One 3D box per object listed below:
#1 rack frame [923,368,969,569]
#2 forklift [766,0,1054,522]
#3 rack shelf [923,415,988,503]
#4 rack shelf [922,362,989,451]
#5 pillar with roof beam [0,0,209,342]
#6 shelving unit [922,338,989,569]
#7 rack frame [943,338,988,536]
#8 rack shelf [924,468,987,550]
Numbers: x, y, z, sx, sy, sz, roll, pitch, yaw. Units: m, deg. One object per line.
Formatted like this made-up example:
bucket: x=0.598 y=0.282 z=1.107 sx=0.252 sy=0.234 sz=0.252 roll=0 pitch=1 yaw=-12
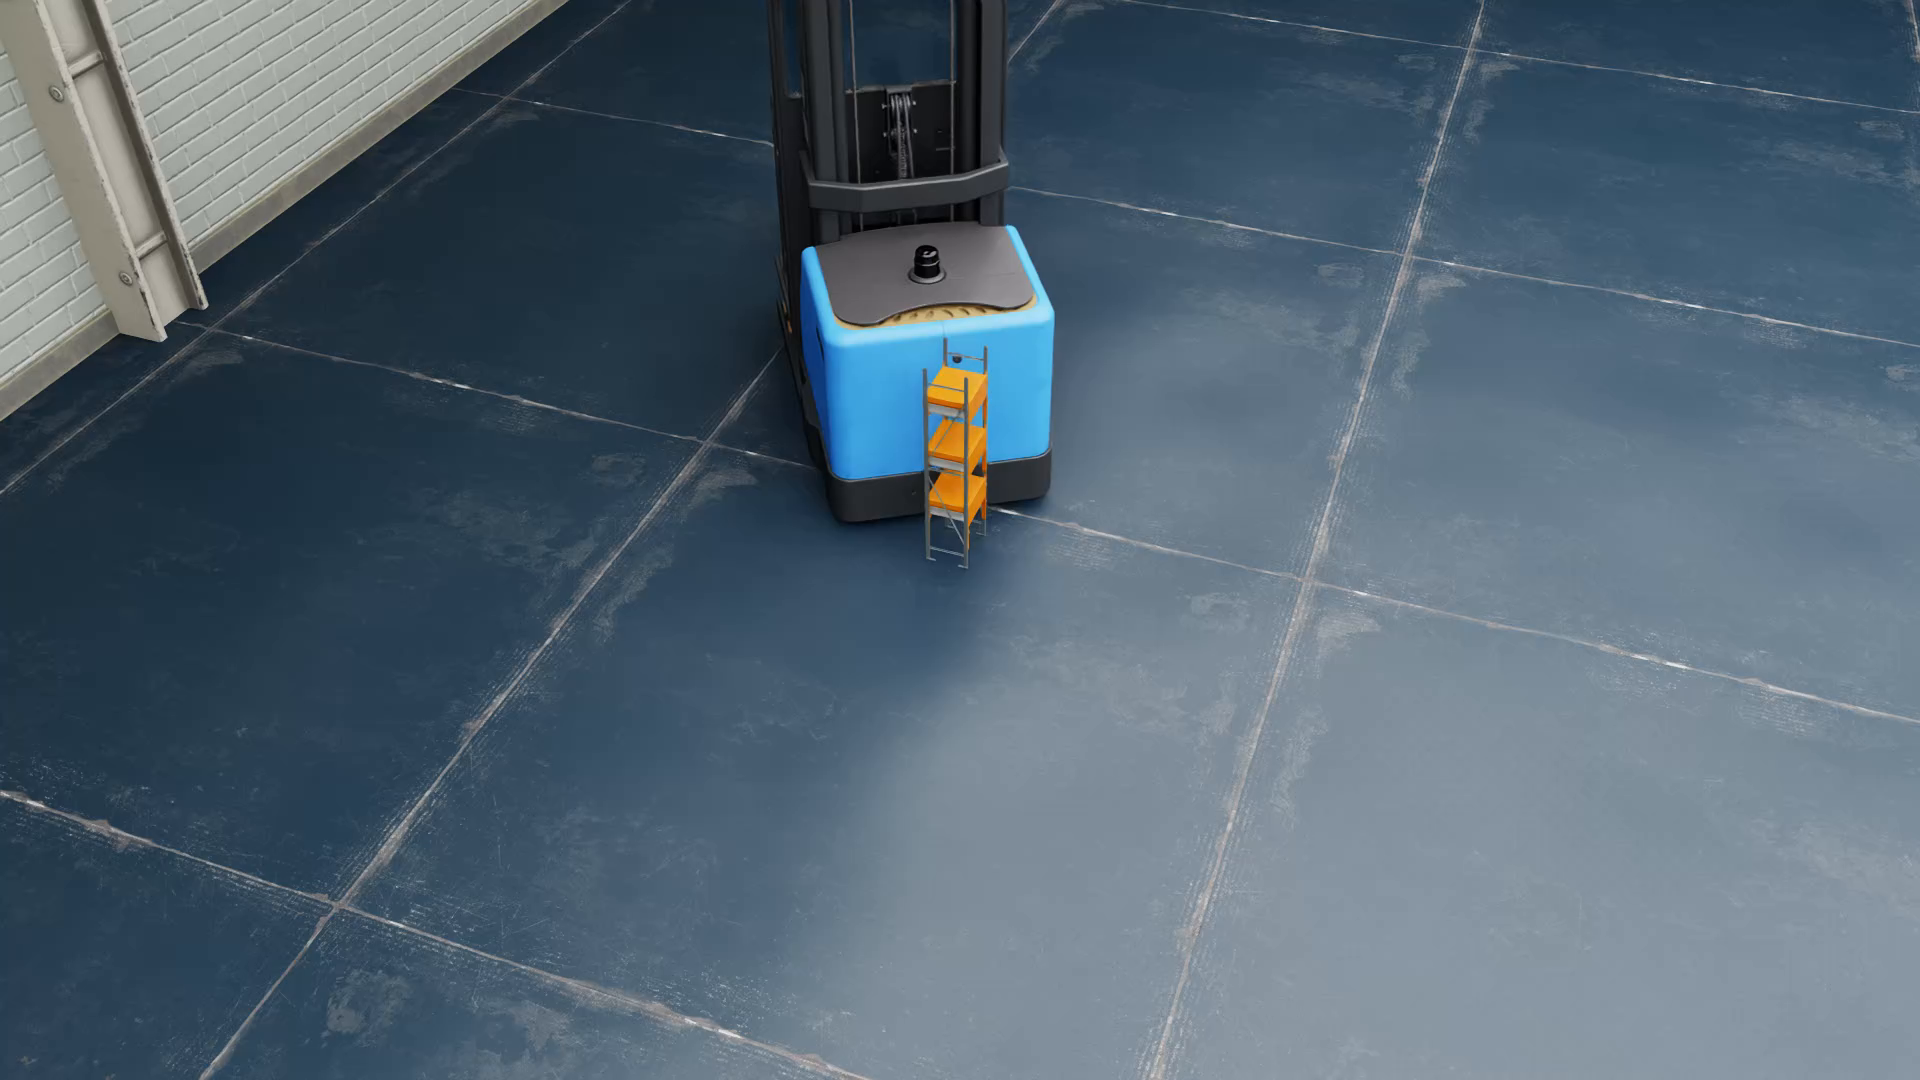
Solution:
rack frame: x=-0.060 y=-0.292 z=7.237 sx=0.200 sy=1.050 sz=0.008 roll=13 pitch=42 yaw=15
forklift: x=-0.375 y=-2.162 z=7.979 sx=1.130 sy=2.935 sz=3.031 roll=-8 pitch=41 yaw=-9
rack shelf: x=-0.018 y=-0.359 z=7.331 sx=0.215 sy=0.259 sz=0.240 roll=13 pitch=42 yaw=15
rack shelf: x=-0.018 y=-0.575 z=7.147 sx=0.215 sy=0.259 sz=0.240 roll=13 pitch=42 yaw=15
pillar with roof beam: x=-0.333 y=-3.687 z=5.092 sx=9.100 sy=9.000 sz=0.400 roll=13 pitch=42 yaw=15
shelving unit: x=-0.018 y=-0.367 z=7.325 sx=0.215 sy=1.050 sz=0.252 roll=13 pitch=42 yaw=15
rack frame: x=0.023 y=-0.441 z=7.412 sx=0.200 sy=1.050 sz=0.008 roll=13 pitch=42 yaw=15
rack shelf: x=-0.018 y=-0.147 z=7.512 sx=0.215 sy=0.259 sz=0.240 roll=13 pitch=42 yaw=15
